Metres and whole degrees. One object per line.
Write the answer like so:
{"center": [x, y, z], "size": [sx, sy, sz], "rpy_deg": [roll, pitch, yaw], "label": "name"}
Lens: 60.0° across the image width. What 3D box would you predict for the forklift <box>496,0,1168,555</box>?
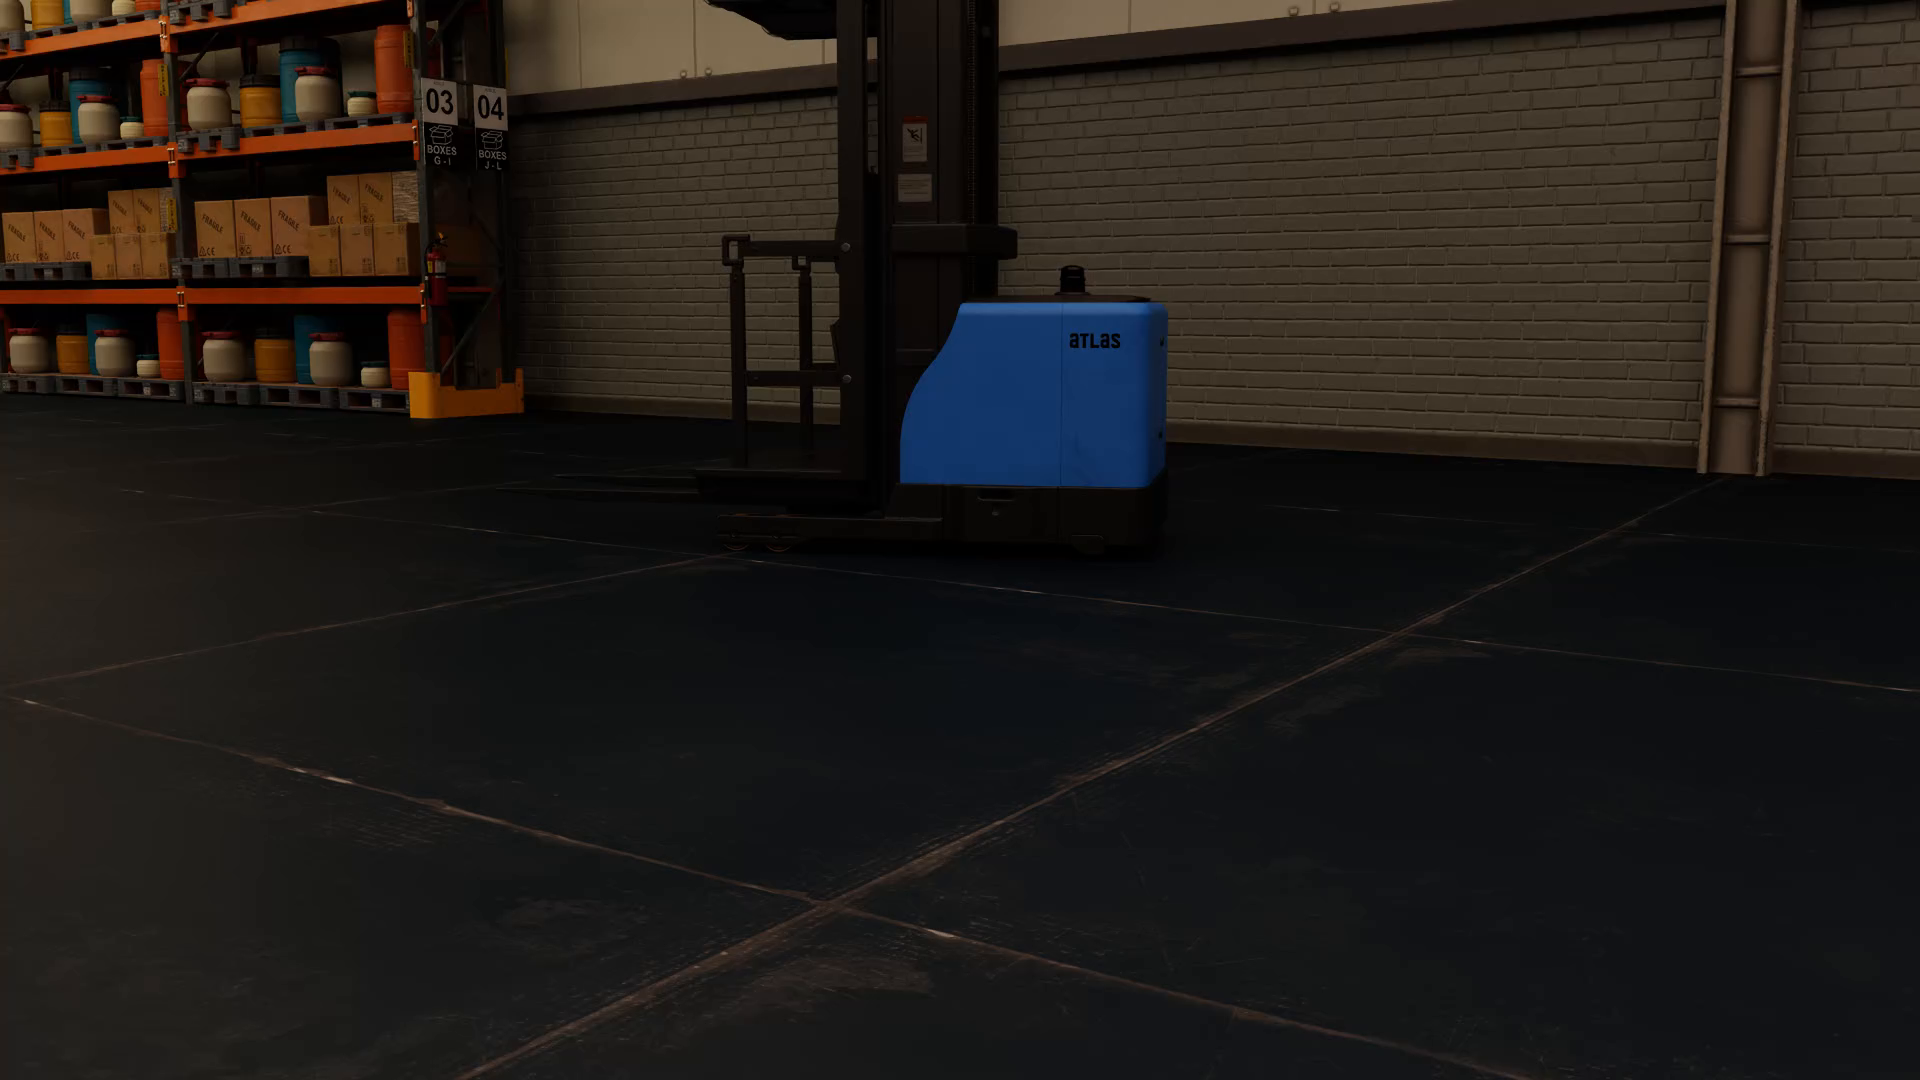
{"center": [-0.596, -1.469, 7.520], "size": [3.031, 2.935, 1.130], "rpy_deg": [2, 8, 12], "label": "forklift"}
